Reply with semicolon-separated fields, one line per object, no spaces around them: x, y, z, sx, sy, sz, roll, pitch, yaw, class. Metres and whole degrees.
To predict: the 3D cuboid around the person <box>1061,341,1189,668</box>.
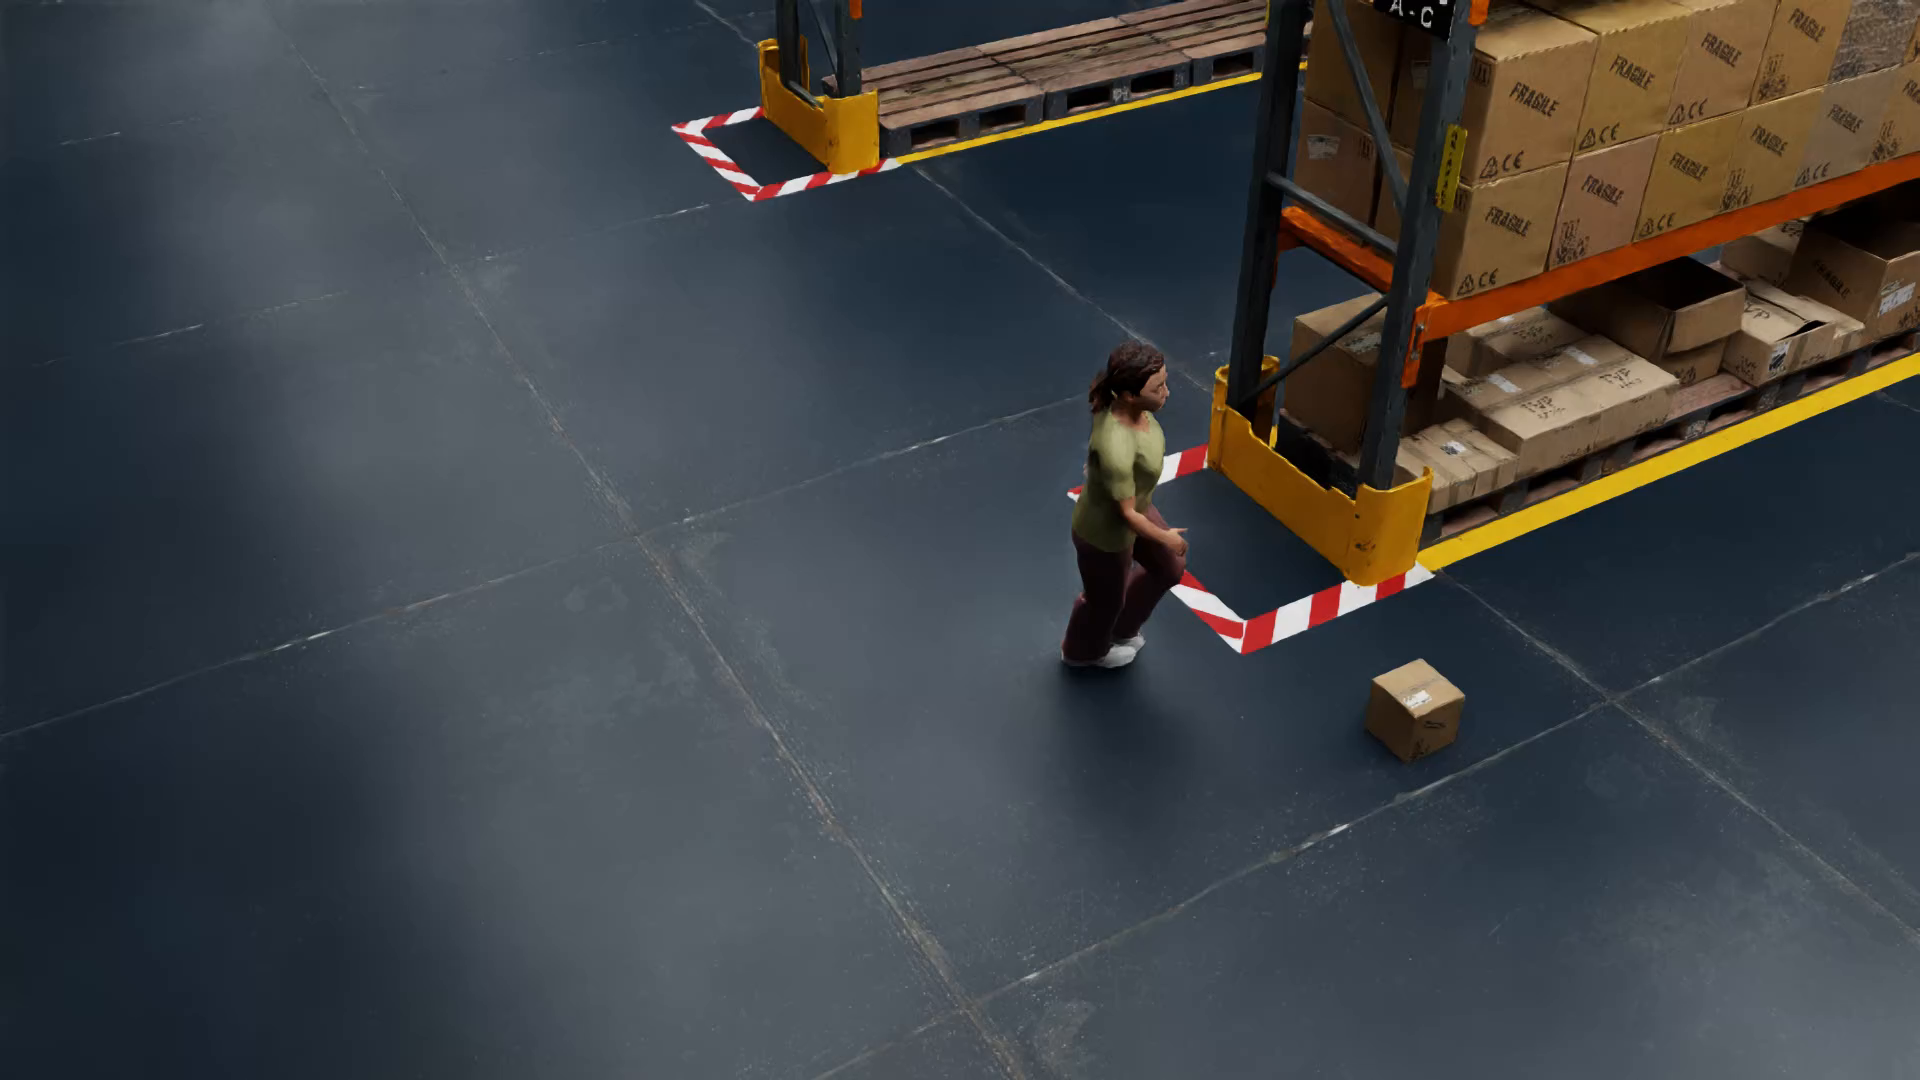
0.629;-0.037;6.266;0.478;1.538;0.651;6;37;8;person
